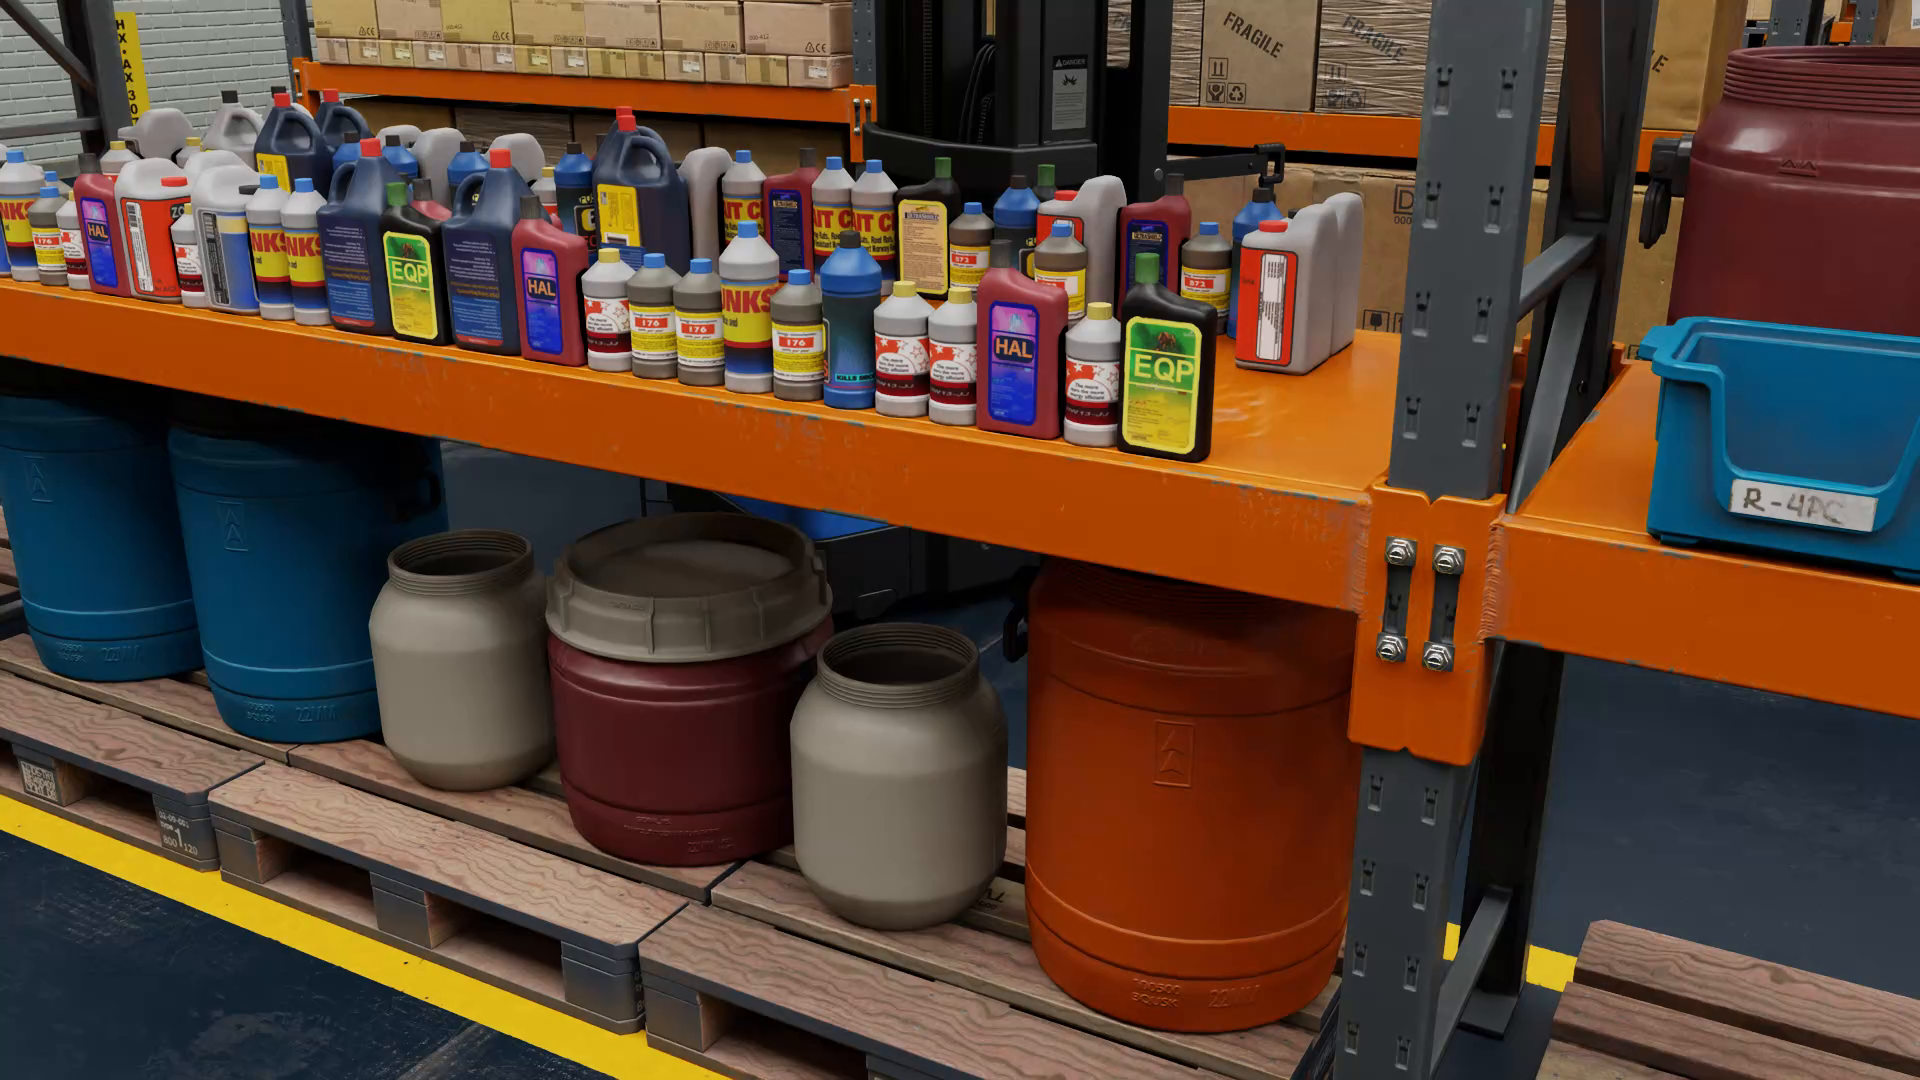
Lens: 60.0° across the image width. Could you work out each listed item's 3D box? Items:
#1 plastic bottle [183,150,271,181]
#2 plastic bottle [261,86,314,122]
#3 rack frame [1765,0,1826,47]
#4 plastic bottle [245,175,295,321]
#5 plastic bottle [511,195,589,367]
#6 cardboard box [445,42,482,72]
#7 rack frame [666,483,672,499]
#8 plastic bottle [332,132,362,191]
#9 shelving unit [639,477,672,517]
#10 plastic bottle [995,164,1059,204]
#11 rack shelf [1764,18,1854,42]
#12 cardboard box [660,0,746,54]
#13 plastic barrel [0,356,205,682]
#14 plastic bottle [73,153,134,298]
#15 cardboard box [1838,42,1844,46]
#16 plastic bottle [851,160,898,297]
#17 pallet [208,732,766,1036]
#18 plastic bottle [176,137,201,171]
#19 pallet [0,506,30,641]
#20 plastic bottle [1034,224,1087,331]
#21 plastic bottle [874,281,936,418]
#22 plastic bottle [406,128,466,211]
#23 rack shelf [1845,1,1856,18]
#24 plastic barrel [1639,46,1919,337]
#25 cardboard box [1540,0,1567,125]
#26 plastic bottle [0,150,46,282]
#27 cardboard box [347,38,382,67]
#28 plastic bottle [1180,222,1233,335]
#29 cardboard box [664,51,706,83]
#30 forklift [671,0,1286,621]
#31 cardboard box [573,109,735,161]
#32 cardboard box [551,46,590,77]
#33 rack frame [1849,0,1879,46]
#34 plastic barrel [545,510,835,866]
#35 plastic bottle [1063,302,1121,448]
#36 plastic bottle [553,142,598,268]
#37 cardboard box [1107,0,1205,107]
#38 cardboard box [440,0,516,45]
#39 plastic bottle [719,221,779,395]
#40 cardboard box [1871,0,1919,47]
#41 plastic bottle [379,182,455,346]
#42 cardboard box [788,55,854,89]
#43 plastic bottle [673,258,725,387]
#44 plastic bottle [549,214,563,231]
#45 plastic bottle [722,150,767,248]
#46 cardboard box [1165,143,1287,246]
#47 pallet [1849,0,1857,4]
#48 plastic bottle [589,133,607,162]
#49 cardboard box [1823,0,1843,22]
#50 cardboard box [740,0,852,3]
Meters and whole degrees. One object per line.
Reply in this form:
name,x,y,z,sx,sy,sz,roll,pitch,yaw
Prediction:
plastic bottle,-1.537,-0.681,3.526,0.135,0.276,0.152,11,23,27
plastic bottle,-1.676,-0.960,4.184,0.185,0.351,0.144,11,23,27
rack frame,3.270,-1.848,6.560,0.127,3.000,1.000,11,23,27
plastic bottle,-1.321,-0.568,3.219,0.097,0.271,0.097,0,20,0
plastic bottle,-0.705,-0.449,2.874,0.133,0.283,0.061,11,23,27
cardboard box,-2.667,-2.732,9.367,0.250,0.149,0.380,10,22,26
rack frame,-1.009,-0.642,6.097,0.200,1.050,0.008,4,20,12
plastic bottle,-1.421,-0.824,3.926,0.097,0.271,0.097,0,20,0
shelving unit,-1.036,-0.602,5.985,0.215,1.050,0.252,4,20,12
plastic bottle,0.136,-0.599,3.290,0.133,0.283,0.061,11,23,27
rack shelf,6.357,-4.792,15.733,4.000,0.370,1.077,11,23,27
cardboard box,-1.188,-2.663,8.591,0.500,0.250,0.500,12,23,29
plastic barrel,-2.171,-0.154,4.352,0.708,0.901,0.600,11,23,27
plastic bottle,-1.750,-0.648,3.423,0.133,0.283,0.061,11,23,27
cardboard box,9.966,-5.610,19.031,0.250,0.149,0.380,10,22,25
plastic bottle,-0.175,-0.646,3.435,0.097,0.271,0.097,0,20,0
pallet,-0.915,0.616,3.858,1.213,0.211,1.003,11,23,27
plastic bottle,-2.021,-0.965,4.417,0.097,0.201,0.097,0,20,0
pallet,-3.298,0.162,5.110,1.213,0.211,1.003,11,23,27
plastic bottle,0.186,-0.485,3.094,0.097,0.201,0.097,0,20,0
plastic bottle,-0.085,-0.299,2.583,0.097,0.201,0.097,0,20,0
plastic bottle,-1.259,-0.844,3.974,0.135,0.276,0.152,11,23,27
rack shelf,8.774,-6.271,19.808,4.000,0.370,1.077,11,23,27
plastic barrel,1.407,-0.450,2.508,0.708,0.536,0.600,11,23,27
cardboard box,2.286,-1.988,6.799,0.500,0.500,0.500,11,22,27
plastic bottle,-2.012,-0.699,3.583,0.097,0.271,0.097,0,20,0
cardboard box,-3.340,-2.860,9.720,0.250,0.149,0.380,10,22,27
plastic bottle,0.462,-0.492,3.113,0.097,0.201,0.097,0,20,0
cardboard box,-1.321,-2.476,8.661,0.250,0.149,0.380,11,23,28
forklift,0.529,-1.491,5.677,3.031,2.935,1.130,-12,23,-30
cardboard box,-1.545,-1.995,9.465,0.875,0.875,0.875,11,23,27
cardboard box,-1.992,-2.604,9.014,0.250,0.149,0.380,11,23,28
rack frame,5.777,-3.307,10.584,0.127,3.000,1.000,11,23,27
plastic barrel,-0.567,0.299,3.563,0.708,0.588,0.600,11,23,27
plastic bottle,0.201,-0.245,2.432,0.097,0.201,0.097,0,20,0
plastic bottle,-0.855,-0.752,3.727,0.097,0.271,0.097,0,20,0
cardboard box,0.934,-2.242,7.501,0.500,0.500,0.500,10,22,26
cardboard box,-2.533,-2.918,9.295,0.500,0.250,0.500,10,22,26
plastic bottle,-0.340,-0.381,2.705,0.097,0.271,0.097,0,20,0
cardboard box,3.761,-2.014,6.257,0.500,0.500,0.500,8,21,21
plastic bottle,-0.982,-0.502,3.020,0.133,0.283,0.061,11,23,27
cardboard box,-0.648,-2.348,8.308,0.250,0.149,0.380,11,23,28
plastic bottle,-0.425,-0.364,2.761,0.097,0.201,0.097,0,20,0
plastic bottle,-0.796,-0.522,3.077,0.133,0.283,0.061,11,23,27
plastic bottle,-0.462,-0.700,3.586,0.097,0.271,0.097,0,20,0
cardboard box,1.127,-1.463,7.998,0.875,0.875,1.225,10,22,25
pallet,9.894,-6.278,19.054,1.003,0.211,1.213,11,23,27
plastic bottle,-0.832,-0.784,3.798,0.133,0.283,0.061,11,23,27
cardboard box,7.535,-4.734,14.737,0.500,0.250,0.500,10,22,25
cardboard box,-0.754,-2.932,8.232,0.500,0.500,0.500,12,23,29
